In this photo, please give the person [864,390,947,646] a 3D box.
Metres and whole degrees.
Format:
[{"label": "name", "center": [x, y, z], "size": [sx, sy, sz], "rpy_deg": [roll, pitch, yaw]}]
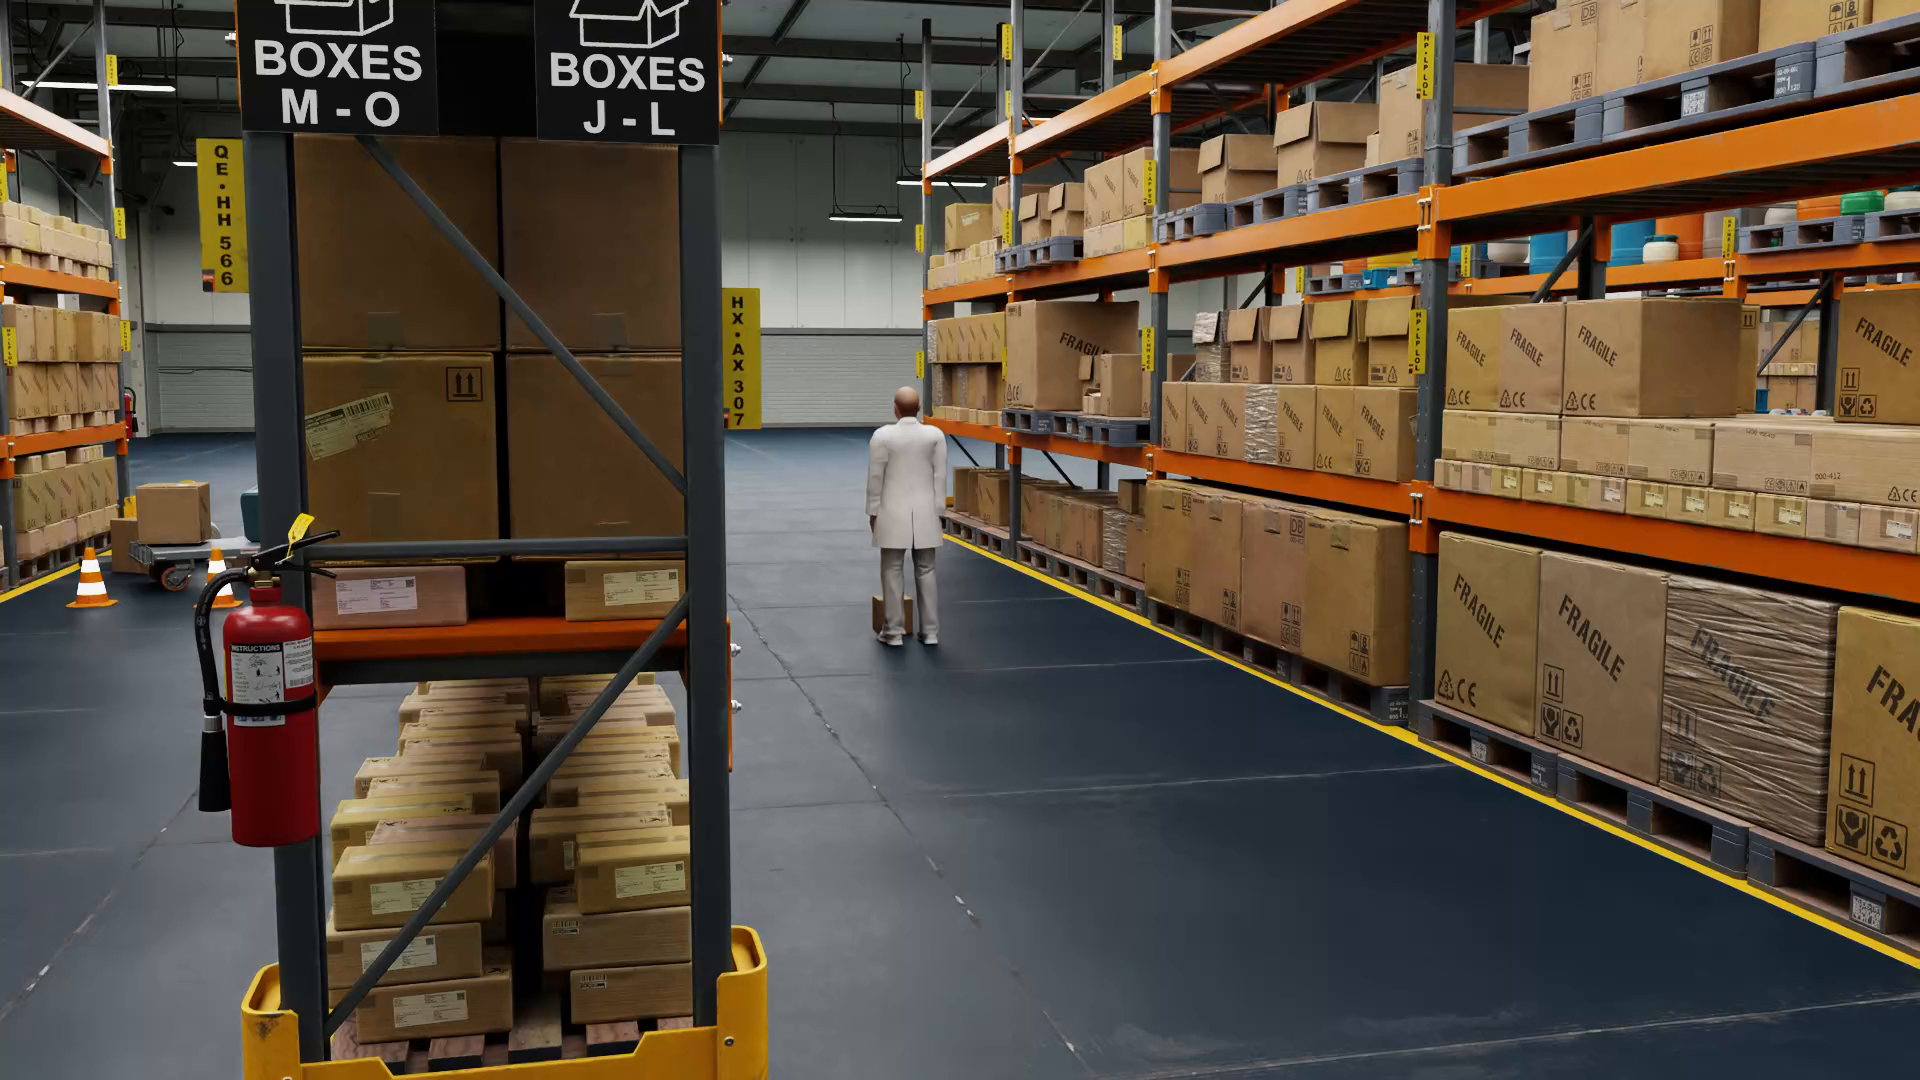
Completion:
[{"label": "person", "center": [-0.381, -0.152, 11.478], "size": [0.572, 1.757, 0.378], "rpy_deg": [-1, 6, -12]}]
